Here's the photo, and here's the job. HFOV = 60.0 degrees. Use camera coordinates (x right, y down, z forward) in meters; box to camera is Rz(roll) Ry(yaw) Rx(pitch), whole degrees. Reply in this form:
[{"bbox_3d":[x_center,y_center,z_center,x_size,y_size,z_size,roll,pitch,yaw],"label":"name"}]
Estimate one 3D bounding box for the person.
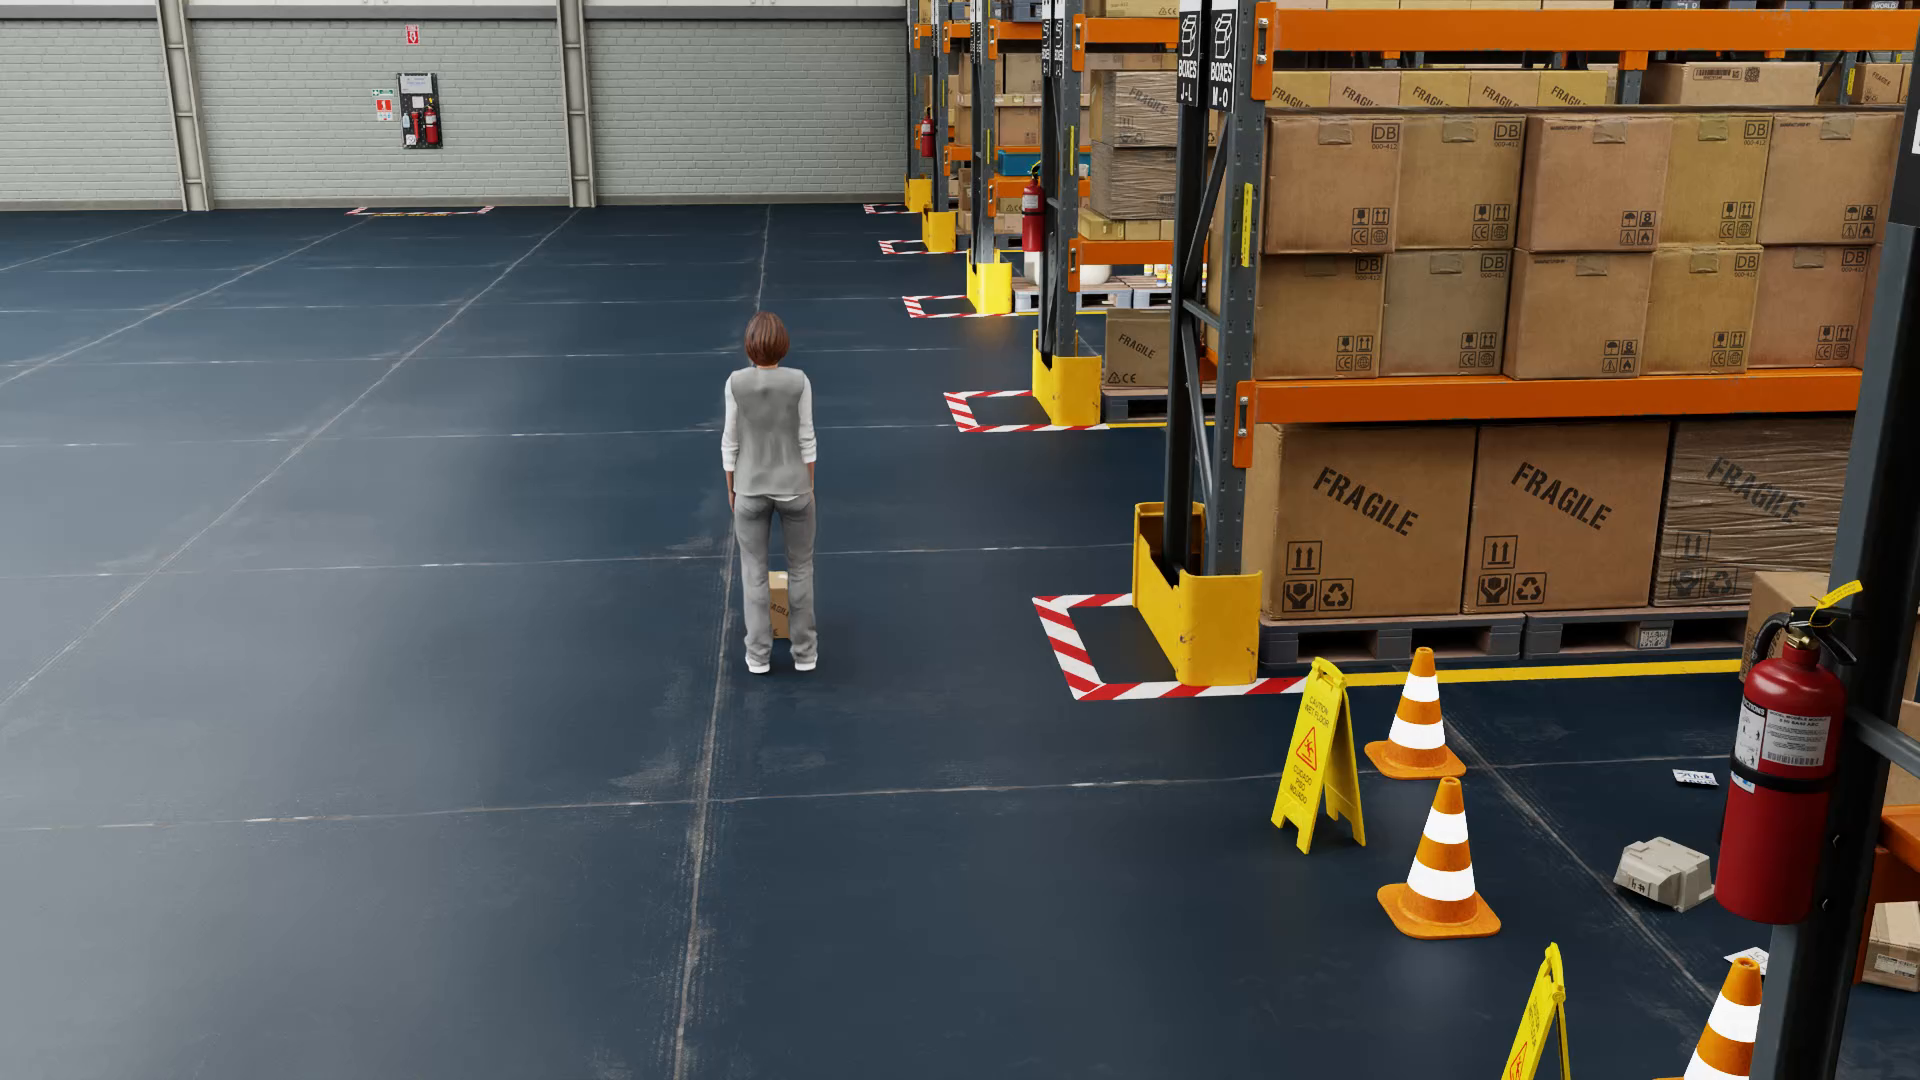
[{"bbox_3d":[-0.822,-0.199,7.213,0.406,1.595,0.309,-1,17,-4],"label":"person"}]
